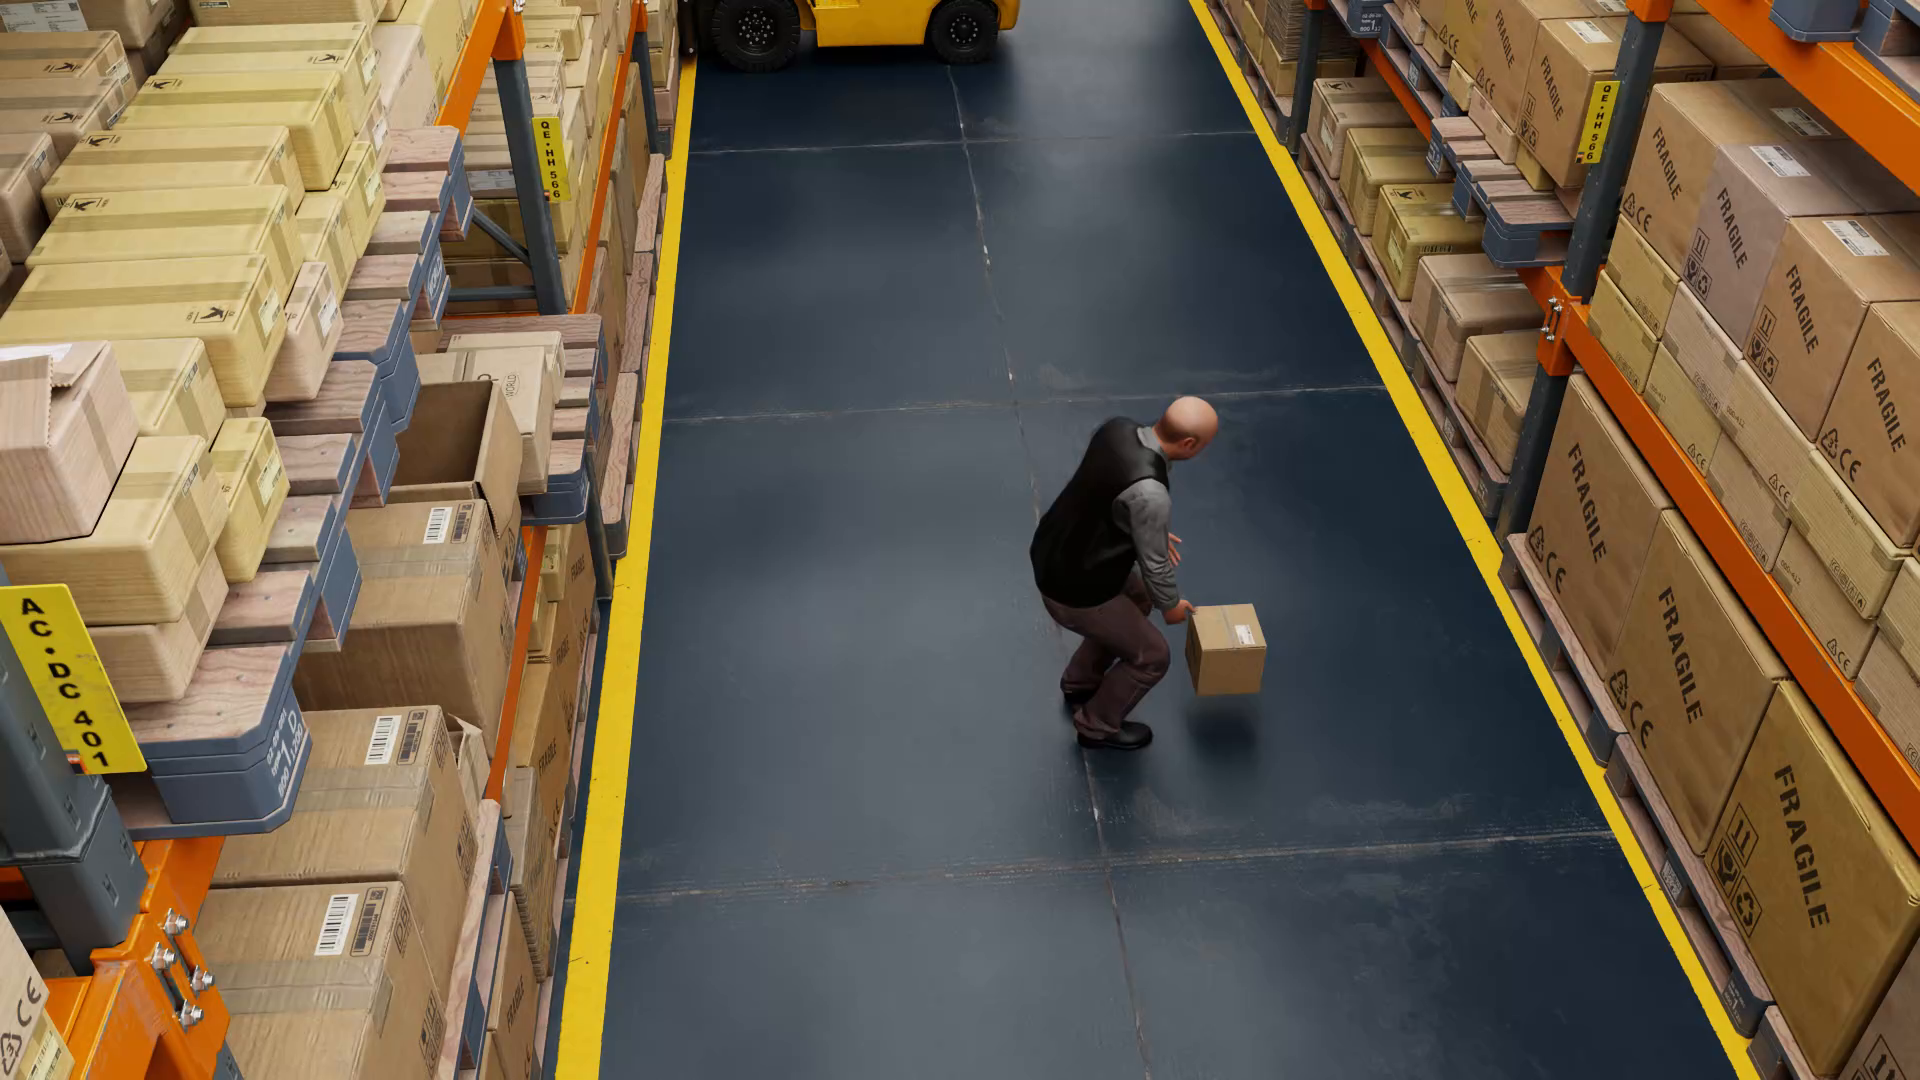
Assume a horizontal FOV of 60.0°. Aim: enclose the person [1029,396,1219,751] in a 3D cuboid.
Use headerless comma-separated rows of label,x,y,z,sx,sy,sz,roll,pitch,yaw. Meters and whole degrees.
person,0.598,0.107,6.234,0.625,1.488,0.589,-3,39,-4
